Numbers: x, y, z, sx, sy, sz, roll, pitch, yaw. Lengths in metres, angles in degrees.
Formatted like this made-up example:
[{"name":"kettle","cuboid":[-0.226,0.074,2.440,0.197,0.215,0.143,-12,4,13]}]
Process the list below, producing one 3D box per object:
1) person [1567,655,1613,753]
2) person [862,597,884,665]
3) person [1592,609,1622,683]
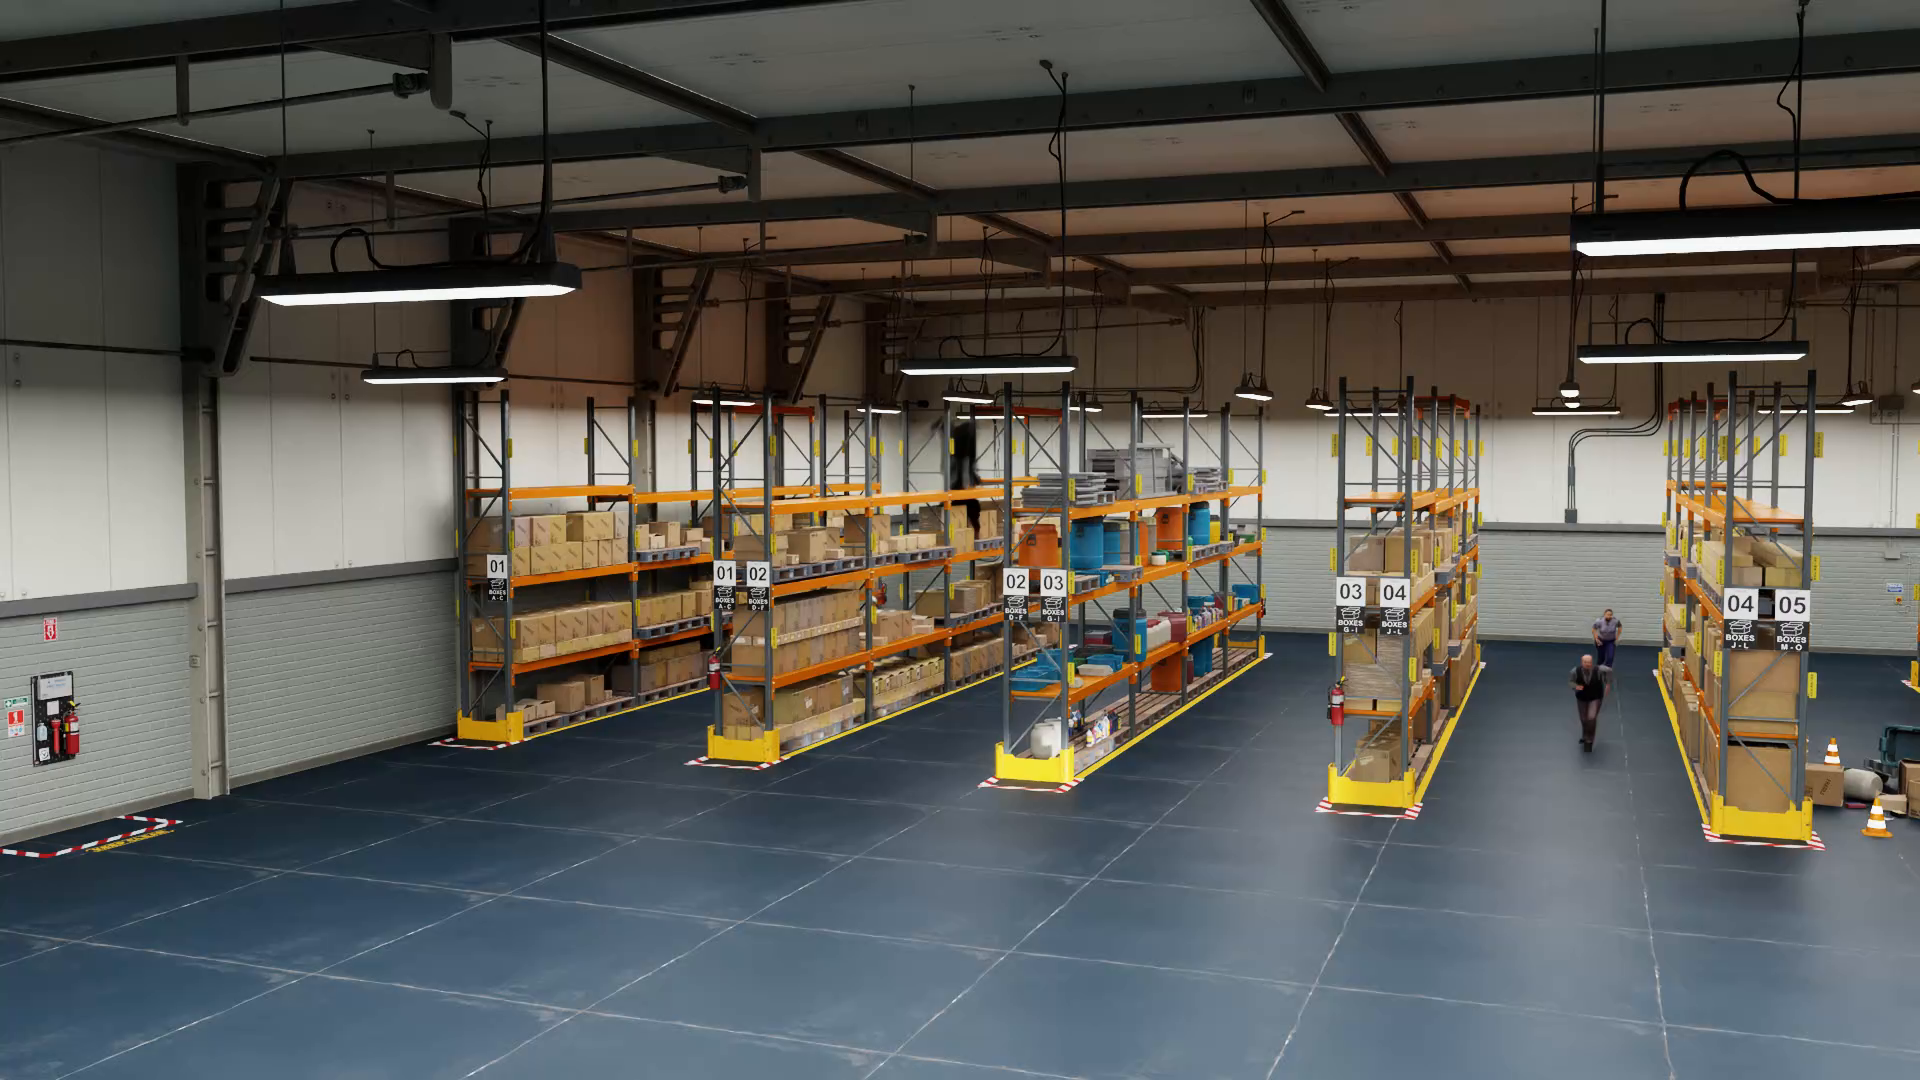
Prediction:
[{"name":"person","cuboid":[10.453,2.699,27.600,0.697,1.672,0.992,1,3,25]},{"name":"person","cuboid":[-1.890,2.118,35.959,0.681,1.792,0.990,1,3,21]},{"name":"person","cuboid":[13.965,2.261,35.968,0.615,1.609,0.895,0,3,9]}]
